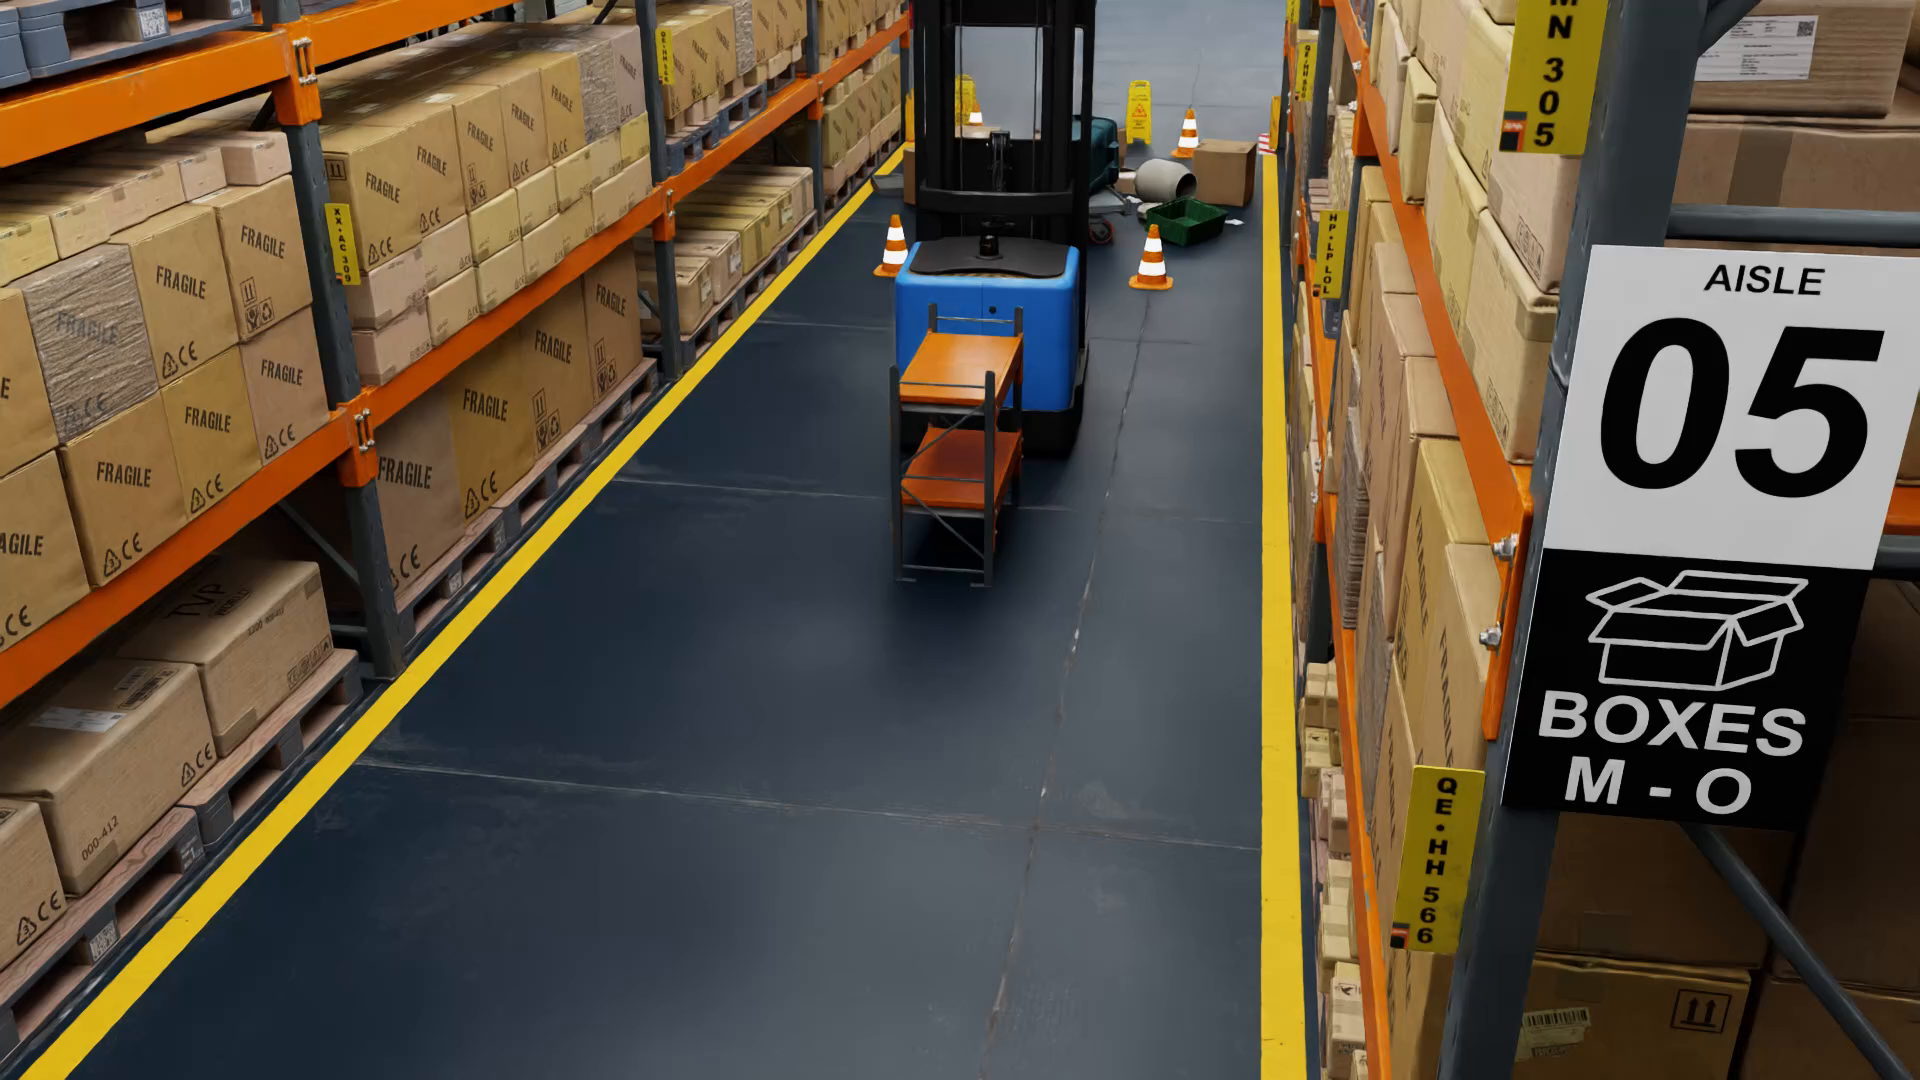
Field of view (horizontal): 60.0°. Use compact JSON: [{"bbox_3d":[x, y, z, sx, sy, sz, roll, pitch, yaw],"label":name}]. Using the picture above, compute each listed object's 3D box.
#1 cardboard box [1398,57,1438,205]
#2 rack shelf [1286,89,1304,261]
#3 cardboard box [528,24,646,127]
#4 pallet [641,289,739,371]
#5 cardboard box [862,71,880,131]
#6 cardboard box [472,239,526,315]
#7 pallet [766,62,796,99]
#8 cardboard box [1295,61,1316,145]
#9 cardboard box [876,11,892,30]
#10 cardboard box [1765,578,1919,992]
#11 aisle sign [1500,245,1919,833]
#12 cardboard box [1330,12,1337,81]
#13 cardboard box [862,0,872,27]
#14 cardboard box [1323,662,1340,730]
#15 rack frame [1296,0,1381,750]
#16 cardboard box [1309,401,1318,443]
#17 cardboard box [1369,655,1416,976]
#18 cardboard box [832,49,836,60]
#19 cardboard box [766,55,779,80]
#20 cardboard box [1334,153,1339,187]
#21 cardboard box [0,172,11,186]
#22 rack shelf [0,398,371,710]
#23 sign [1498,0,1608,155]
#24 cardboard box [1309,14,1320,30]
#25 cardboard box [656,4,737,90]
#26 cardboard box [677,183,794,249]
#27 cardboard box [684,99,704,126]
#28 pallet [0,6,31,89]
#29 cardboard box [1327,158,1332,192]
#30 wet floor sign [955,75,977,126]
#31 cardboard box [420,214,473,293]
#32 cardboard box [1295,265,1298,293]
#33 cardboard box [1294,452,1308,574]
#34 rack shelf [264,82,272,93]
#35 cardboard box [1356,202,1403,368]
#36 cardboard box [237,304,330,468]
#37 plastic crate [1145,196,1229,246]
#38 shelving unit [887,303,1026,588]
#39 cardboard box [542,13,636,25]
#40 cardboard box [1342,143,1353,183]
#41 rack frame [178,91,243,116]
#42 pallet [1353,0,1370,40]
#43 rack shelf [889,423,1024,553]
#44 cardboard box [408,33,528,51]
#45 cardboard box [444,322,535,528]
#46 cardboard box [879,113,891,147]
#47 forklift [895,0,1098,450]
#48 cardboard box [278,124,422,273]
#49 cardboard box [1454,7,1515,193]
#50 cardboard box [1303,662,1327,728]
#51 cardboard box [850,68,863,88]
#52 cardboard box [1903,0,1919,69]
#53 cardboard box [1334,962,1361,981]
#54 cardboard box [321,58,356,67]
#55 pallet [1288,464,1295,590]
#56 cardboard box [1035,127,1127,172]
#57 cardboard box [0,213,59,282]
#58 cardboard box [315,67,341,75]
[{"bbox_3d":[1.299,-0.953,3.886,0.500,0.250,0.500,5,26,11],"label":"cardboard box"},{"bbox_3d":[2.882,-2.666,11.756,1.077,0.370,4.000,4,25,9],"label":"rack shelf"},{"bbox_3d":[-2.172,-2.720,9.725,0.500,0.500,0.500,3,25,7],"label":"cardboard box"},{"bbox_3d":[-2.216,-1.520,11.748,1.003,0.211,1.213,4,25,9],"label":"pallet"},{"bbox_3d":[-1.083,-4.304,16.271,0.500,0.500,0.500,3,25,7],"label":"cardboard box"},{"bbox_3d":[-2.484,-1.311,8.189,0.500,0.250,0.500,4,25,8],"label":"cardboard box"},{"bbox_3d":[-1.960,-3.733,13.413,1.003,0.211,1.213,4,25,9],"label":"pallet"},{"bbox_3d":[2.608,-3.040,11.588,0.500,0.500,0.500,4,25,9],"label":"cardboard box"},{"bbox_3d":[-0.895,-5.188,16.592,0.380,0.149,0.250,4,25,9],"label":"cardboard box"},{"bbox_3d":[1.583,0.388,2.734,0.500,0.500,0.500,4,25,8],"label":"cardboard box"},{"bbox_3d":[0.940,0.023,2.097,0.394,0.787,0.004,4,25,9],"label":"aisle sign"},{"bbox_3d":[2.801,-3.267,10.894,0.700,0.500,0.500,4,25,8],"label":"cardboard box"},{"bbox_3d":[-1.128,-5.107,15.654,0.500,0.500,0.500,4,25,9],"label":"cardboard box"},{"bbox_3d":[1.537,0.590,6.118,0.380,0.149,0.250,5,26,11],"label":"cardboard box"},{"bbox_3d":[1.901,-0.483,6.243,1.000,3.000,0.127,4,25,9],"label":"rack frame"},{"bbox_3d":[1.871,-0.423,7.685,0.500,0.250,0.500,5,26,11],"label":"cardboard box"},{"bbox_3d":[1.156,0.590,3.483,0.500,0.500,0.500,4,25,8],"label":"cardboard box"},{"bbox_3d":[-1.320,-4.347,14.796,0.380,0.149,0.250,4,25,8],"label":"cardboard box"},{"bbox_3d":[-1.608,-3.645,12.800,0.380,0.149,0.250,4,25,9],"label":"cardboard box"},{"bbox_3d":[2.195,-1.953,8.834,0.380,0.149,0.250,3,25,7],"label":"cardboard box"},{"bbox_3d":[-3.434,-1.143,5.592,0.380,0.149,0.250,4,25,8],"label":"cardboard box"},{"bbox_3d":[-3.326,0.379,5.251,1.077,0.370,4.000,4,25,9],"label":"rack shelf"},{"bbox_3d":[0.703,-0.616,1.945,0.100,0.325,0.005,4,25,9],"label":"sign"},{"bbox_3d":[3.257,-4.052,13.690,0.875,0.550,0.550,4,25,9],"label":"cardboard box"},{"bbox_3d":[-1.885,-3.440,11.596,0.500,0.500,0.500,4,25,9],"label":"cardboard box"},{"bbox_3d":[-1.889,-2.609,13.389,0.950,0.372,0.625,6,26,12],"label":"cardboard box"},{"bbox_3d":[-1.939,-2.883,11.172,0.380,0.149,0.250,2,25,5],"label":"cardboard box"},{"bbox_3d":[-3.345,-1.251,4.452,1.003,0.211,1.213,4,25,9],"label":"pallet"},{"bbox_3d":[2.283,-2.059,9.411,0.380,0.149,0.250,4,25,8],"label":"cardboard box"},{"bbox_3d":[0.049,-4.741,18.118,0.267,0.644,0.232,13,28,26],"label":"wet floor sign"},{"bbox_3d":[-2.591,-1.326,7.632,0.500,0.250,0.500,4,25,9],"label":"cardboard box"},{"bbox_3d":[2.883,-1.941,11.517,1.050,0.750,0.750,4,25,9],"label":"cardboard box"},{"bbox_3d":[1.858,-0.082,7.841,0.500,0.500,0.500,3,25,7],"label":"cardboard box"},{"bbox_3d":[-6.916,-3.309,13.130,1.077,0.370,4.000,4,25,9],"label":"rack shelf"},{"bbox_3d":[1.517,-0.726,5.114,0.500,0.500,0.500,3,25,7],"label":"cardboard box"},{"bbox_3d":[-2.822,-0.617,6.412,0.500,0.500,0.500,4,25,9],"label":"cardboard box"},{"bbox_3d":[1.945,-2.744,14.324,0.450,0.188,0.662,29,36,30],"label":"plastic crate"},{"bbox_3d":[-0.001,-0.507,8.505,0.538,1.125,1.048,4,25,9],"label":"shelving unit"},{"bbox_3d":[-2.471,-3.253,11.197,0.500,0.500,0.500,4,25,8],"label":"cardboard box"},{"bbox_3d":[2.116,-1.883,8.333,0.380,0.149,0.250,5,26,11],"label":"cardboard box"},{"bbox_3d":[-6.589,-4.472,14.765,1.000,3.000,0.127,4,25,9],"label":"rack frame"},{"bbox_3d":[2.107,-2.007,6.182,1.213,0.211,1.003,4,25,9],"label":"pallet"},{"bbox_3d":[-0.001,-0.285,8.609,0.538,0.278,1.000,4,25,9],"label":"rack shelf"},{"bbox_3d":[-2.738,-2.557,9.377,0.500,0.500,0.500,4,25,9],"label":"cardboard box"},{"bbox_3d":[-2.836,-0.654,8.621,0.875,0.875,0.875,5,26,10],"label":"cardboard box"},{"bbox_3d":[-0.997,-4.174,16.877,0.500,0.250,0.500,4,25,9],"label":"cardboard box"},{"bbox_3d":[0.291,-2.446,10.518,1.130,2.935,3.031,3,25,6],"label":"forklift"},{"bbox_3d":[-2.643,-1.446,7.003,0.500,0.500,0.500,4,25,9],"label":"cardboard box"},{"bbox_3d":[1.154,-0.751,2.865,0.500,0.250,0.500,3,25,7],"label":"cardboard box"},{"bbox_3d":[1.526,0.613,6.418,0.380,0.149,0.250,5,26,11],"label":"cardboard box"},{"bbox_3d":[-1.126,-4.312,15.521,0.380,0.149,0.250,5,26,12],"label":"cardboard box"},{"bbox_3d":[1.584,-0.732,2.355,0.380,0.149,0.250,5,26,11],"label":"cardboard box"},{"bbox_3d":[1.267,1.375,4.790,0.380,0.149,0.250,5,26,11],"label":"cardboard box"},{"bbox_3d":[-6.461,-4.723,16.870,0.500,0.250,0.500,4,25,8],"label":"cardboard box"},{"bbox_3d":[2.224,-0.057,8.623,1.003,0.211,1.213,4,25,9],"label":"pallet"},{"bbox_3d":[1.173,-3.761,16.192,0.797,0.503,0.637,-14,29,-27],"label":"cardboard box"},{"bbox_3d":[-3.006,-0.894,5.059,0.380,0.149,0.250,3,25,7],"label":"cardboard box"},{"bbox_3d":[-6.037,-4.472,16.334,0.500,0.250,0.500,5,26,10],"label":"cardboard box"}]
